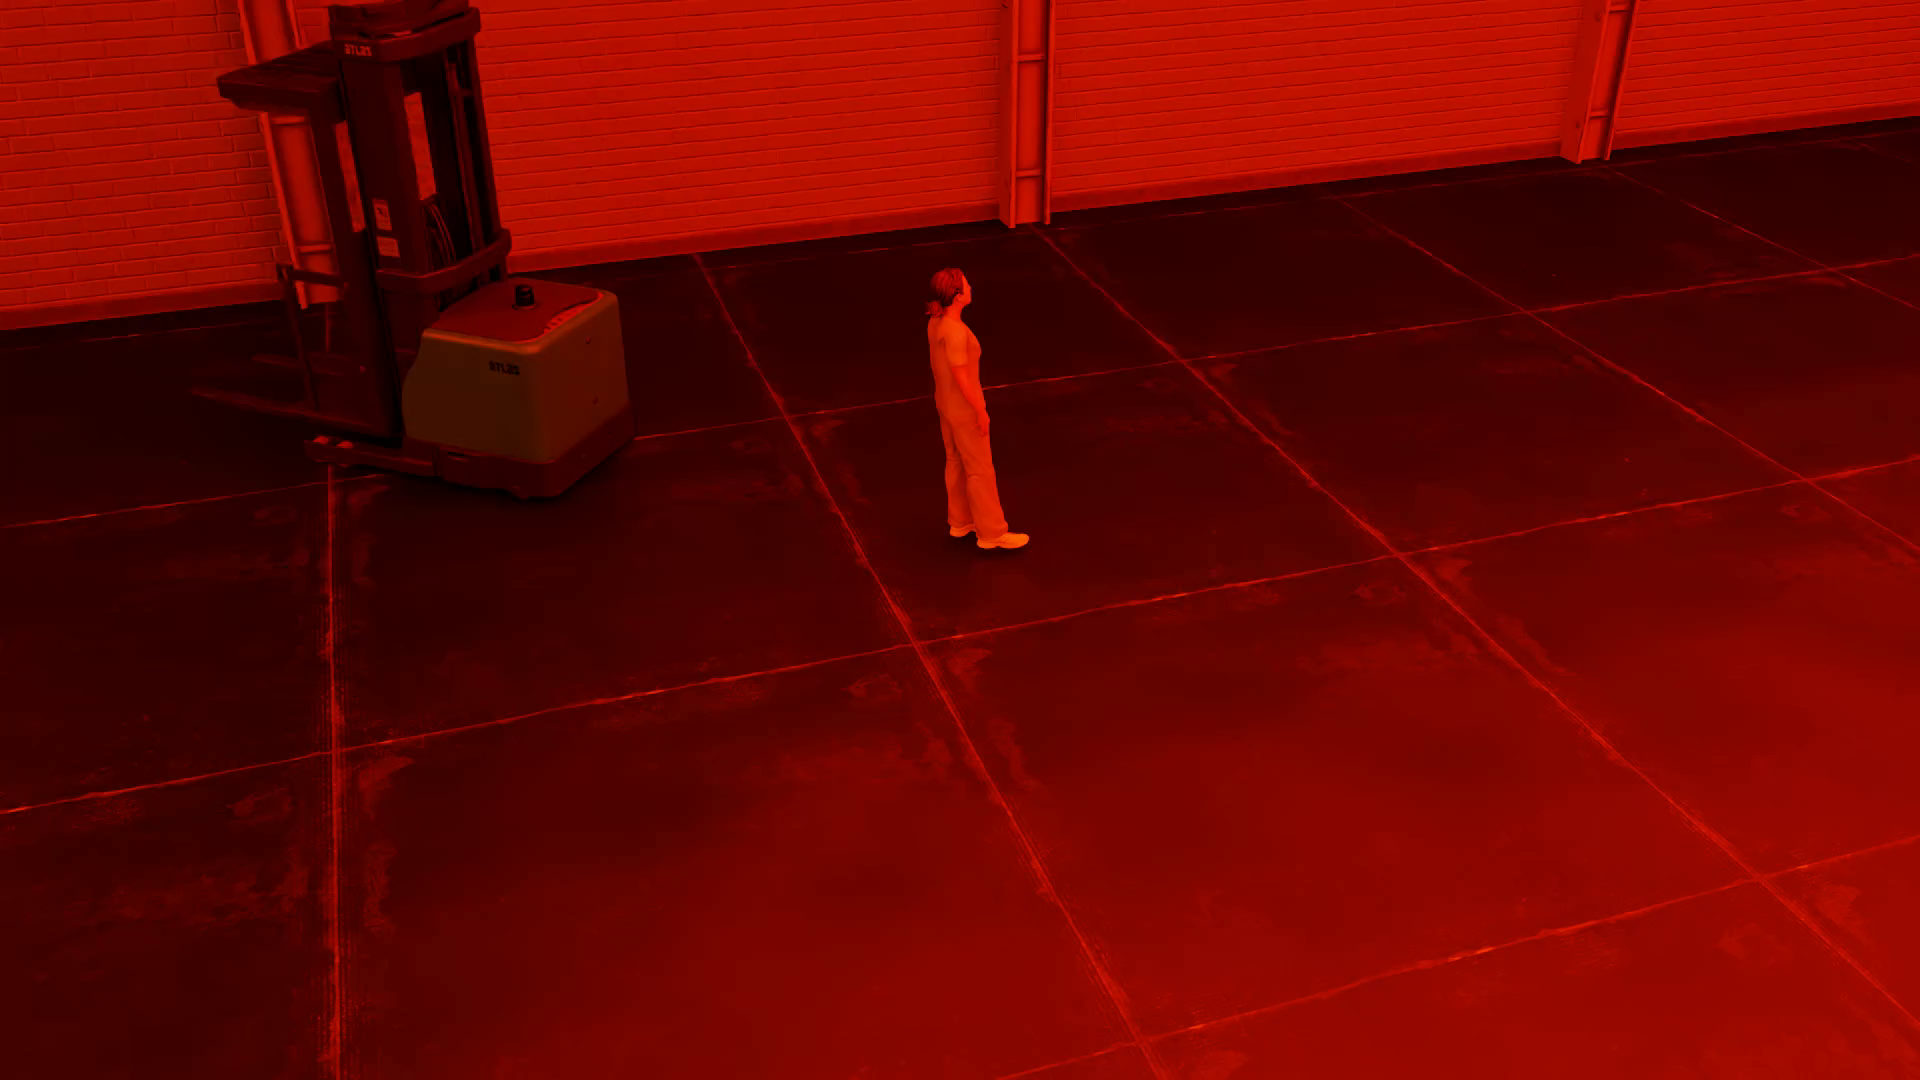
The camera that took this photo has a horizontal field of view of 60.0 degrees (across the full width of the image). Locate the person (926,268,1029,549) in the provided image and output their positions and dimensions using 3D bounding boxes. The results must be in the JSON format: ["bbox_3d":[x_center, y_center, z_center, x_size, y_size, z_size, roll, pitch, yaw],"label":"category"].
[{"bbox_3d":[0.074,-0.773,9.594,0.547,1.672,0.550,-10,31,-16],"label":"person"}]

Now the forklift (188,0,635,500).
[{"bbox_3d":[-3.742,-1.975,10.519,3.031,2.935,1.130,11,32,18],"label":"forklift"}]
